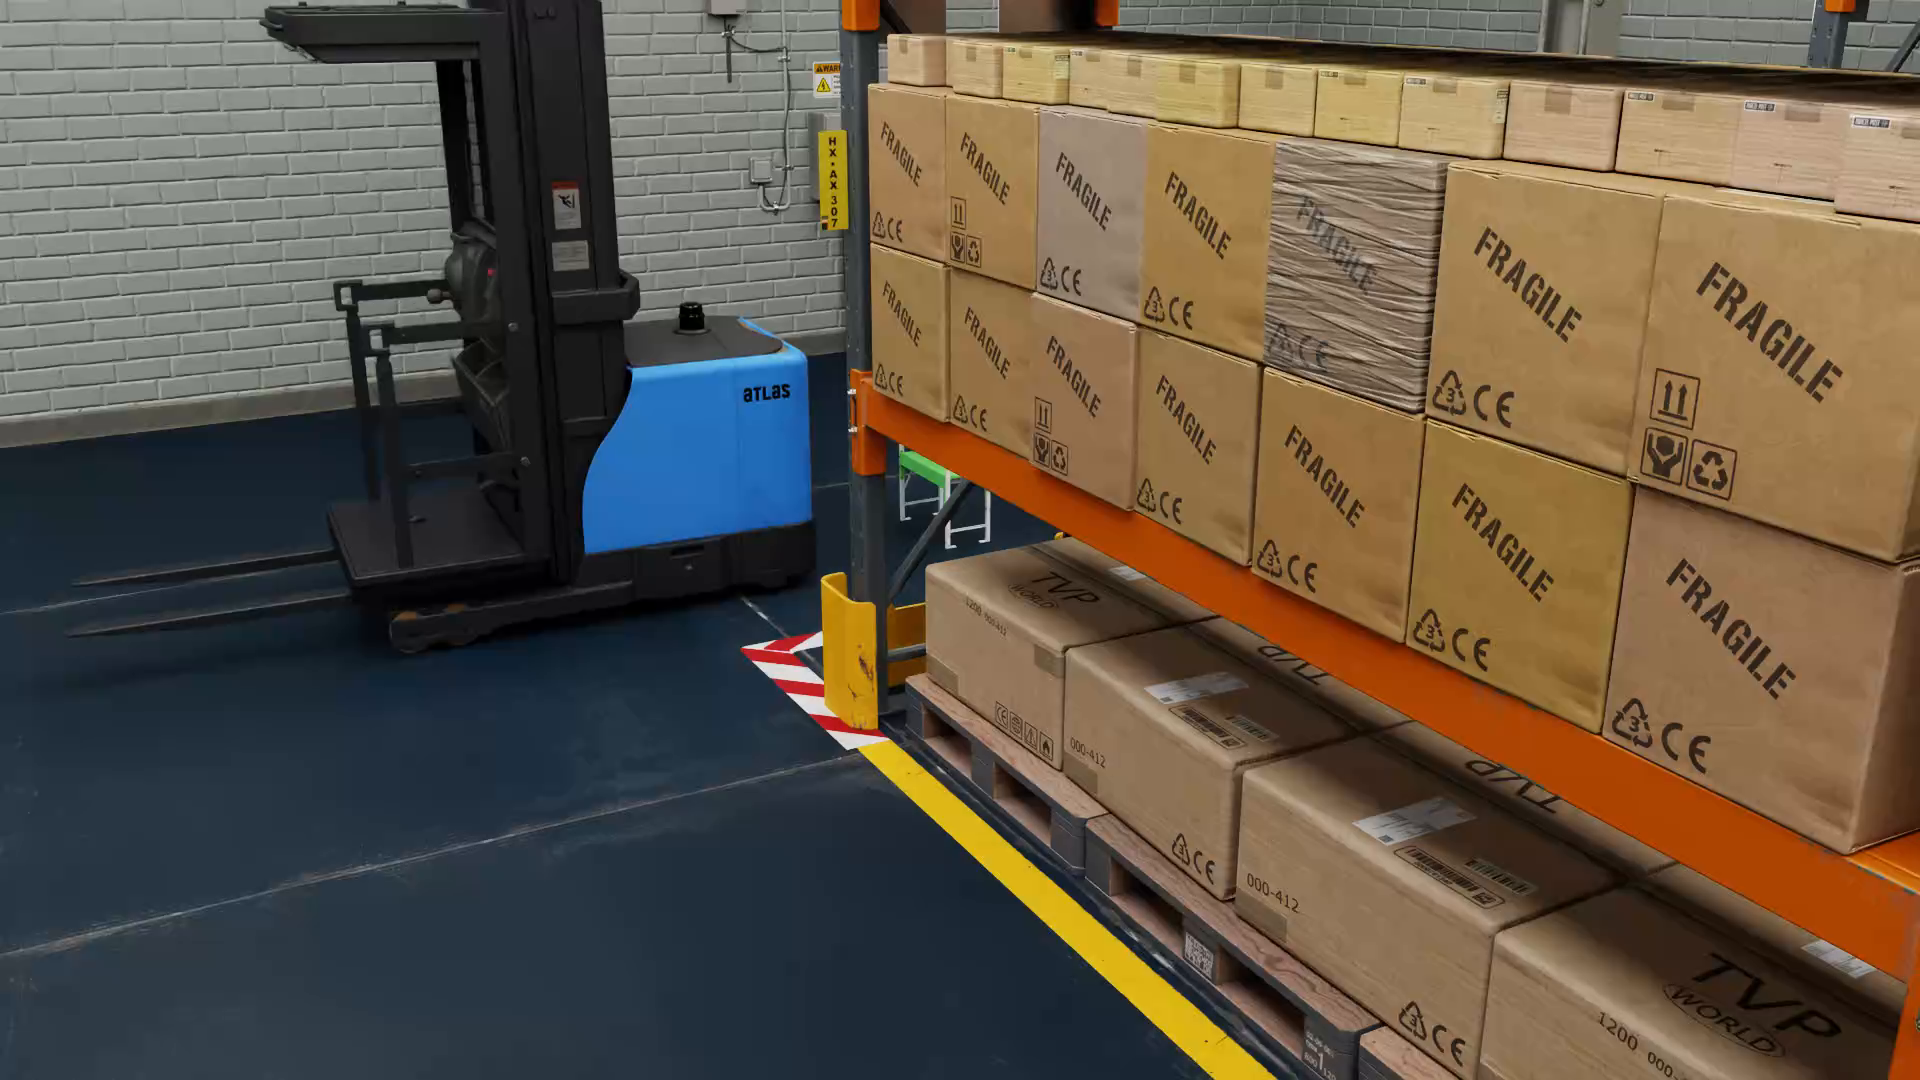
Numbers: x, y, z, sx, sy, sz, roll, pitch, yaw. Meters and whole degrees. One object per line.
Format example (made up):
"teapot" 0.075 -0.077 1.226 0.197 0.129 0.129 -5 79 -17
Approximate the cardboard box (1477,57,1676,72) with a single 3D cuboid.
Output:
"cardboard box" 1.395 -1.010 3.781 0.380 0.149 0.250 -10 21 -27

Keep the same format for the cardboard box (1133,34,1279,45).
"cardboard box" 0.753 -1.467 5.103 0.380 0.149 0.250 -10 22 -27

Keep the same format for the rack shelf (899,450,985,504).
"rack shelf" -0.079 -0.327 8.173 0.258 0.148 0.480 -10 21 -27

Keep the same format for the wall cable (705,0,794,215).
"wall cable" -1.388 -3.161 11.135 0.588 1.984 0.122 -10 21 -27

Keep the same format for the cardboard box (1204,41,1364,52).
"cardboard box" 0.898 -1.302 4.626 0.380 0.149 0.250 -10 22 -27

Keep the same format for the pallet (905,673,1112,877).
"pallet" 0.516 0.693 5.799 1.003 0.211 1.213 -10 21 -27

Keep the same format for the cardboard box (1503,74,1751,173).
"cardboard box" 1.265 -0.795 3.157 0.380 0.149 0.250 -10 21 -27

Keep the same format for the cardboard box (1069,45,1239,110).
"cardboard box" 0.514 -1.228 4.410 0.380 0.149 0.250 -10 21 -26

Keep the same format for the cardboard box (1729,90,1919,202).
"cardboard box" 1.511 -0.652 2.743 0.380 0.149 0.250 -9 21 -25

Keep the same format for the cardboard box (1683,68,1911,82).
"cardboard box" 1.687 -0.870 3.375 0.380 0.149 0.250 -10 21 -27

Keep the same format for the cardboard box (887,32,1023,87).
"cardboard box" -0.007 -1.524 5.270 0.380 0.149 0.250 -9 21 -26

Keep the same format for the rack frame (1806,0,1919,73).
"rack frame" 4.434 -1.612 8.206 1.000 3.000 0.127 -10 21 -27

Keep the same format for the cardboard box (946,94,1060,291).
"cardboard box" 0.297 -1.033 4.841 0.500 0.500 0.500 -11 22 -28

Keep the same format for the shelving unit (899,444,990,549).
"shelving unit" -0.079 -0.615 8.073 0.258 1.200 0.503 -10 21 -27

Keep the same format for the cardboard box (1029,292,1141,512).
"cardboard box" 0.534 -0.418 4.590 0.500 0.500 0.500 -10 21 -27

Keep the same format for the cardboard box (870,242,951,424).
"cardboard box" 0.043 -0.707 5.430 0.500 0.500 0.500 -10 21 -27

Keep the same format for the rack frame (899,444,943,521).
"rack frame" -0.195 -0.685 8.276 0.240 1.200 0.015 -10 21 -27

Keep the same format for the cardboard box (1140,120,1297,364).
"cardboard box" 0.786 -0.744 4.002 0.500 0.500 0.500 -10 21 -26

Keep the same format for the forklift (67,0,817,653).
"forklift" -2.208 -1.119 6.882 3.031 2.935 1.130 -9 21 -24

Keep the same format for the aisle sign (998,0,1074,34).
"aisle sign" 0.307 -2.140 5.749 0.394 0.787 0.004 -10 21 -27

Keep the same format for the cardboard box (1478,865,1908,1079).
"cardboard box" 1.764 1.122 3.567 0.875 0.438 0.875 -10 22 -27

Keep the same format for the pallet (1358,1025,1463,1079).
"pallet" 1.675 1.394 3.769 1.003 0.211 1.213 -10 21 -27

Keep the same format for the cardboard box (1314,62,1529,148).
"cardboard box" 0.990 -0.937 3.567 0.380 0.149 0.250 -10 22 -28

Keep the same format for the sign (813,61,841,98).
"sign" -0.859 -3.182 11.489 0.339 0.242 0.001 -10 21 -27

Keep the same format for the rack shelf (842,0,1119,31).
"rack shelf" 1.018 -1.346 3.939 1.077 0.370 4.000 -10 21 -27

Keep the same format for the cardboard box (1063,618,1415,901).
"cardboard box" 0.911 0.606 5.062 0.875 0.438 0.875 -9 21 -25

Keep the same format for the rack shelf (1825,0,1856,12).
"rack shelf" 5.384 -2.116 6.170 1.077 0.370 4.000 -10 21 -27

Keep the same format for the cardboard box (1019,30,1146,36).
"cardboard box" 0.415 -1.597 5.480 0.380 0.149 0.250 -10 21 -26

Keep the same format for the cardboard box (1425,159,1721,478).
"cardboard box" 1.266 -0.454 3.162 0.500 0.500 0.500 -10 22 -27

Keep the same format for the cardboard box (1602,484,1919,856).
"cardboard box" 1.522 0.165 2.901 0.500 0.500 0.500 -10 21 -26

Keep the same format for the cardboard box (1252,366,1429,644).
"cardboard box" 1.021 -0.124 3.739 0.500 0.500 0.500 -10 22 -27

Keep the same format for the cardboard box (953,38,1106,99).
"cardboard box" 0.202 -1.368 4.816 0.380 0.149 0.250 -9 21 -25

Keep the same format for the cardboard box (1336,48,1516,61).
"cardboard box" 1.177 -1.161 4.217 0.380 0.149 0.250 -9 21 -25

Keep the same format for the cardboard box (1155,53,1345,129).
"cardboard box" 0.692 -1.073 3.960 0.380 0.149 0.250 -11 22 -28

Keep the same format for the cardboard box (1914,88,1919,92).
"cardboard box" 1.910 -0.723 2.946 0.380 0.149 0.250 -10 21 -26
